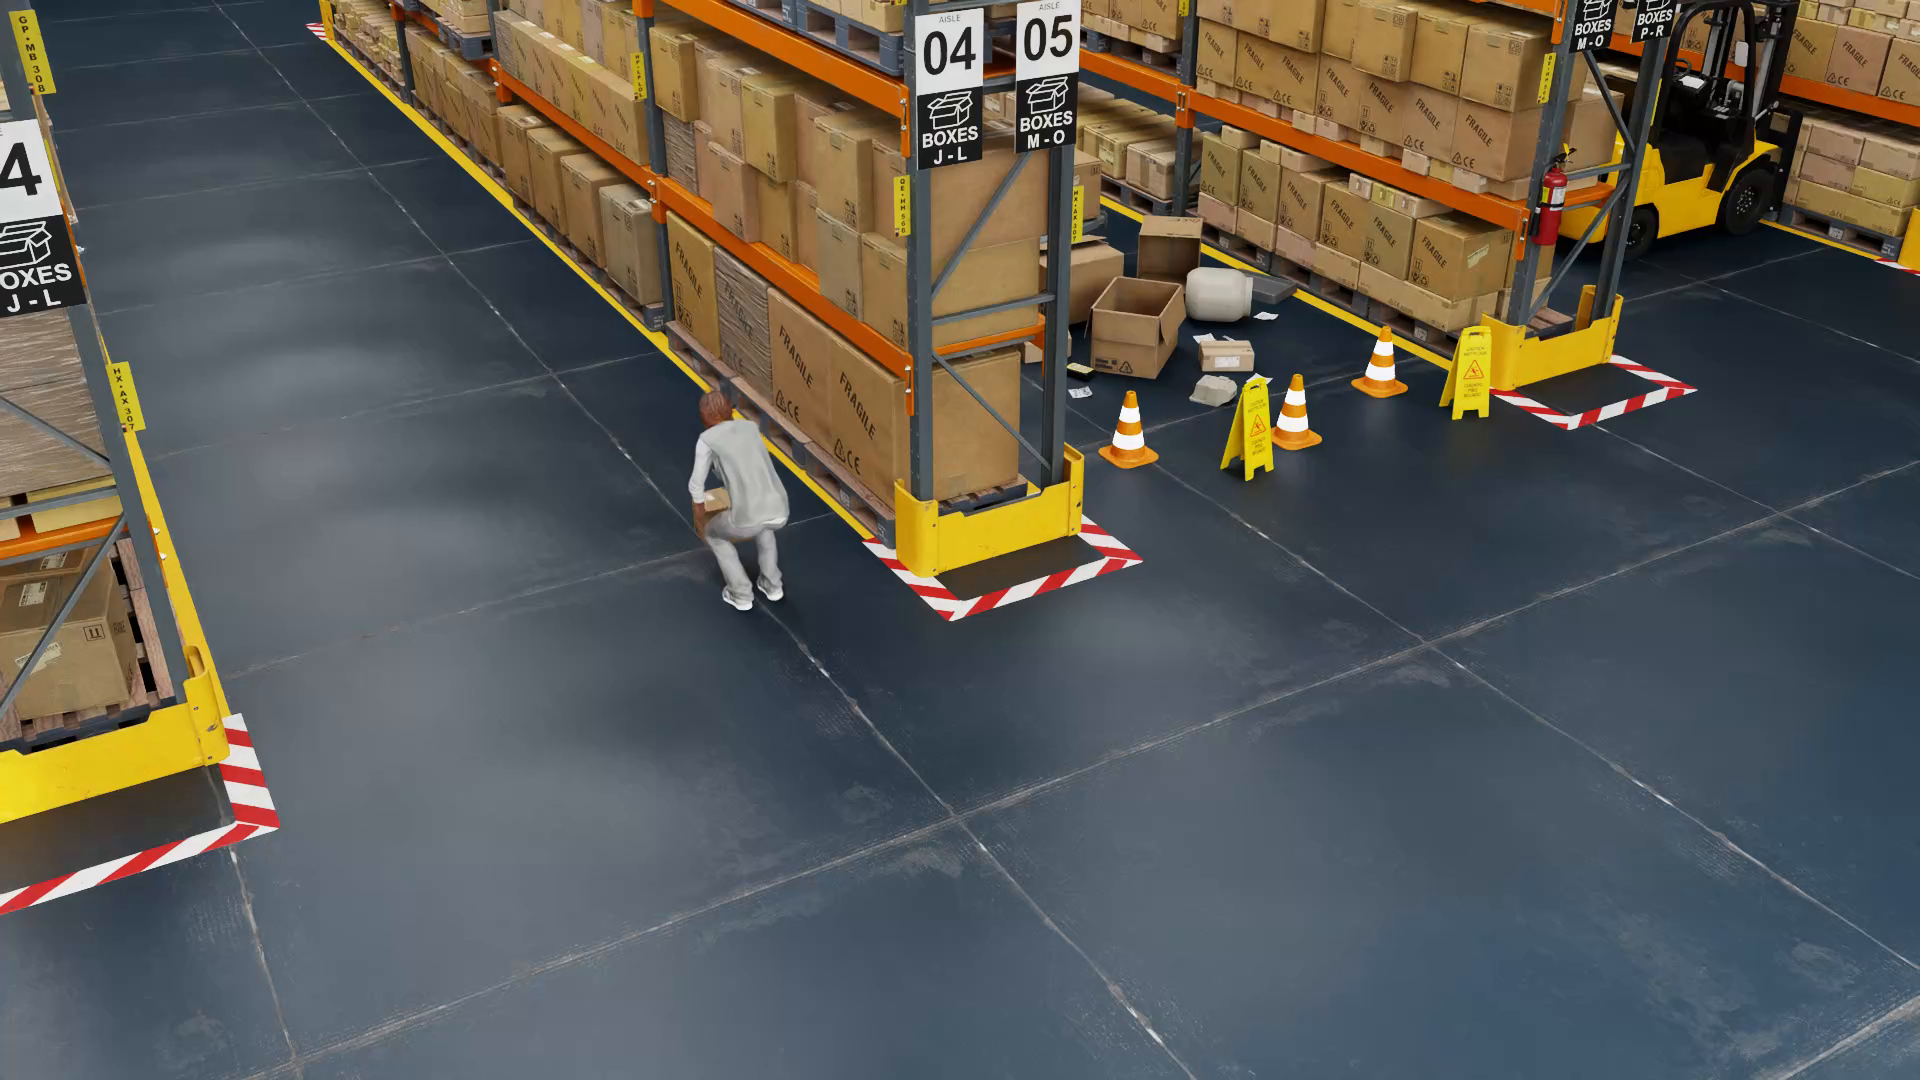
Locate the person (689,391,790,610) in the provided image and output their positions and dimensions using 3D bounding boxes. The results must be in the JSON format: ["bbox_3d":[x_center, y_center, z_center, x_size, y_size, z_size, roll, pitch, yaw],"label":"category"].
[{"bbox_3d":[-1.241,-0.188,9.327,0.462,1.175,0.710,-16,33,-26],"label":"person"}]
